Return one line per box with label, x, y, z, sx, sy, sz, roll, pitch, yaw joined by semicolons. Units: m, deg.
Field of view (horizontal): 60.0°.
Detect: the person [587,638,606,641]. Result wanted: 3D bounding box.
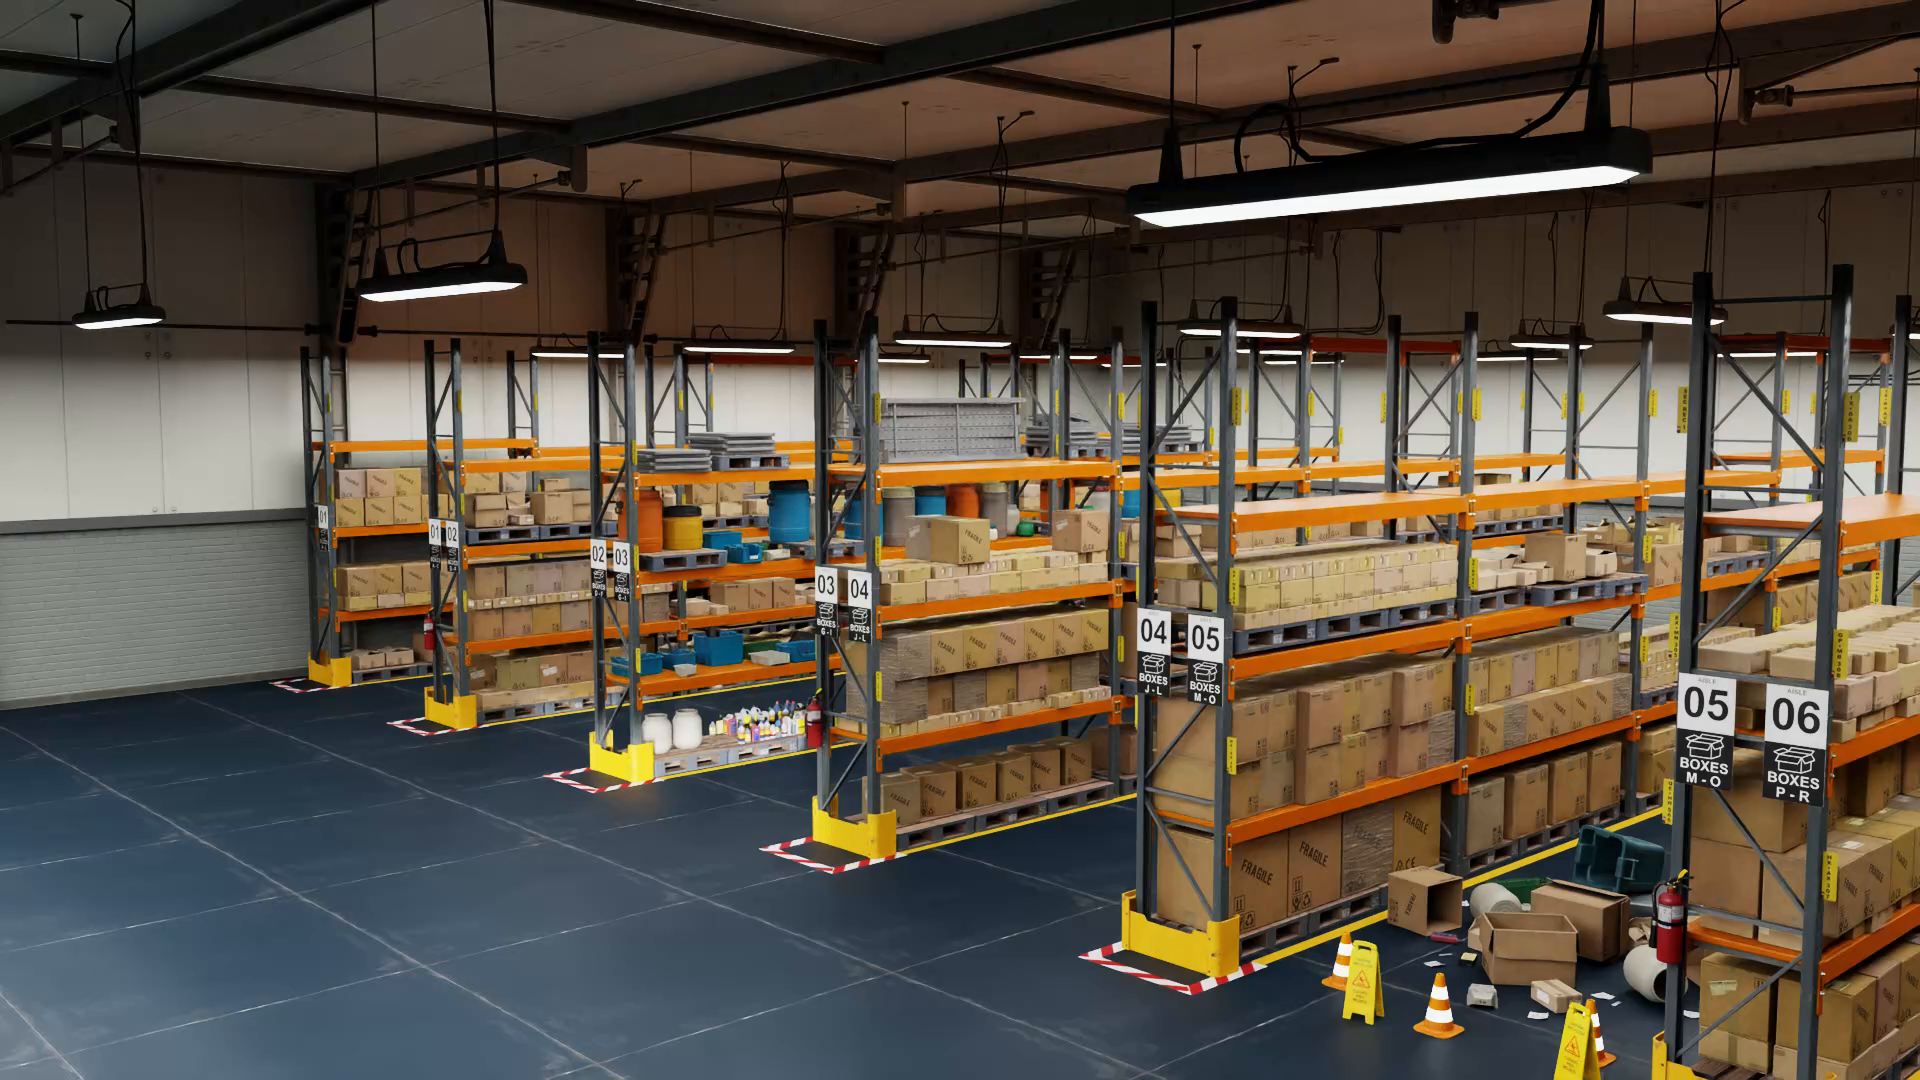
person;-6.713;1.627;30.298;0.551;1.793;0.710;2;6;25
